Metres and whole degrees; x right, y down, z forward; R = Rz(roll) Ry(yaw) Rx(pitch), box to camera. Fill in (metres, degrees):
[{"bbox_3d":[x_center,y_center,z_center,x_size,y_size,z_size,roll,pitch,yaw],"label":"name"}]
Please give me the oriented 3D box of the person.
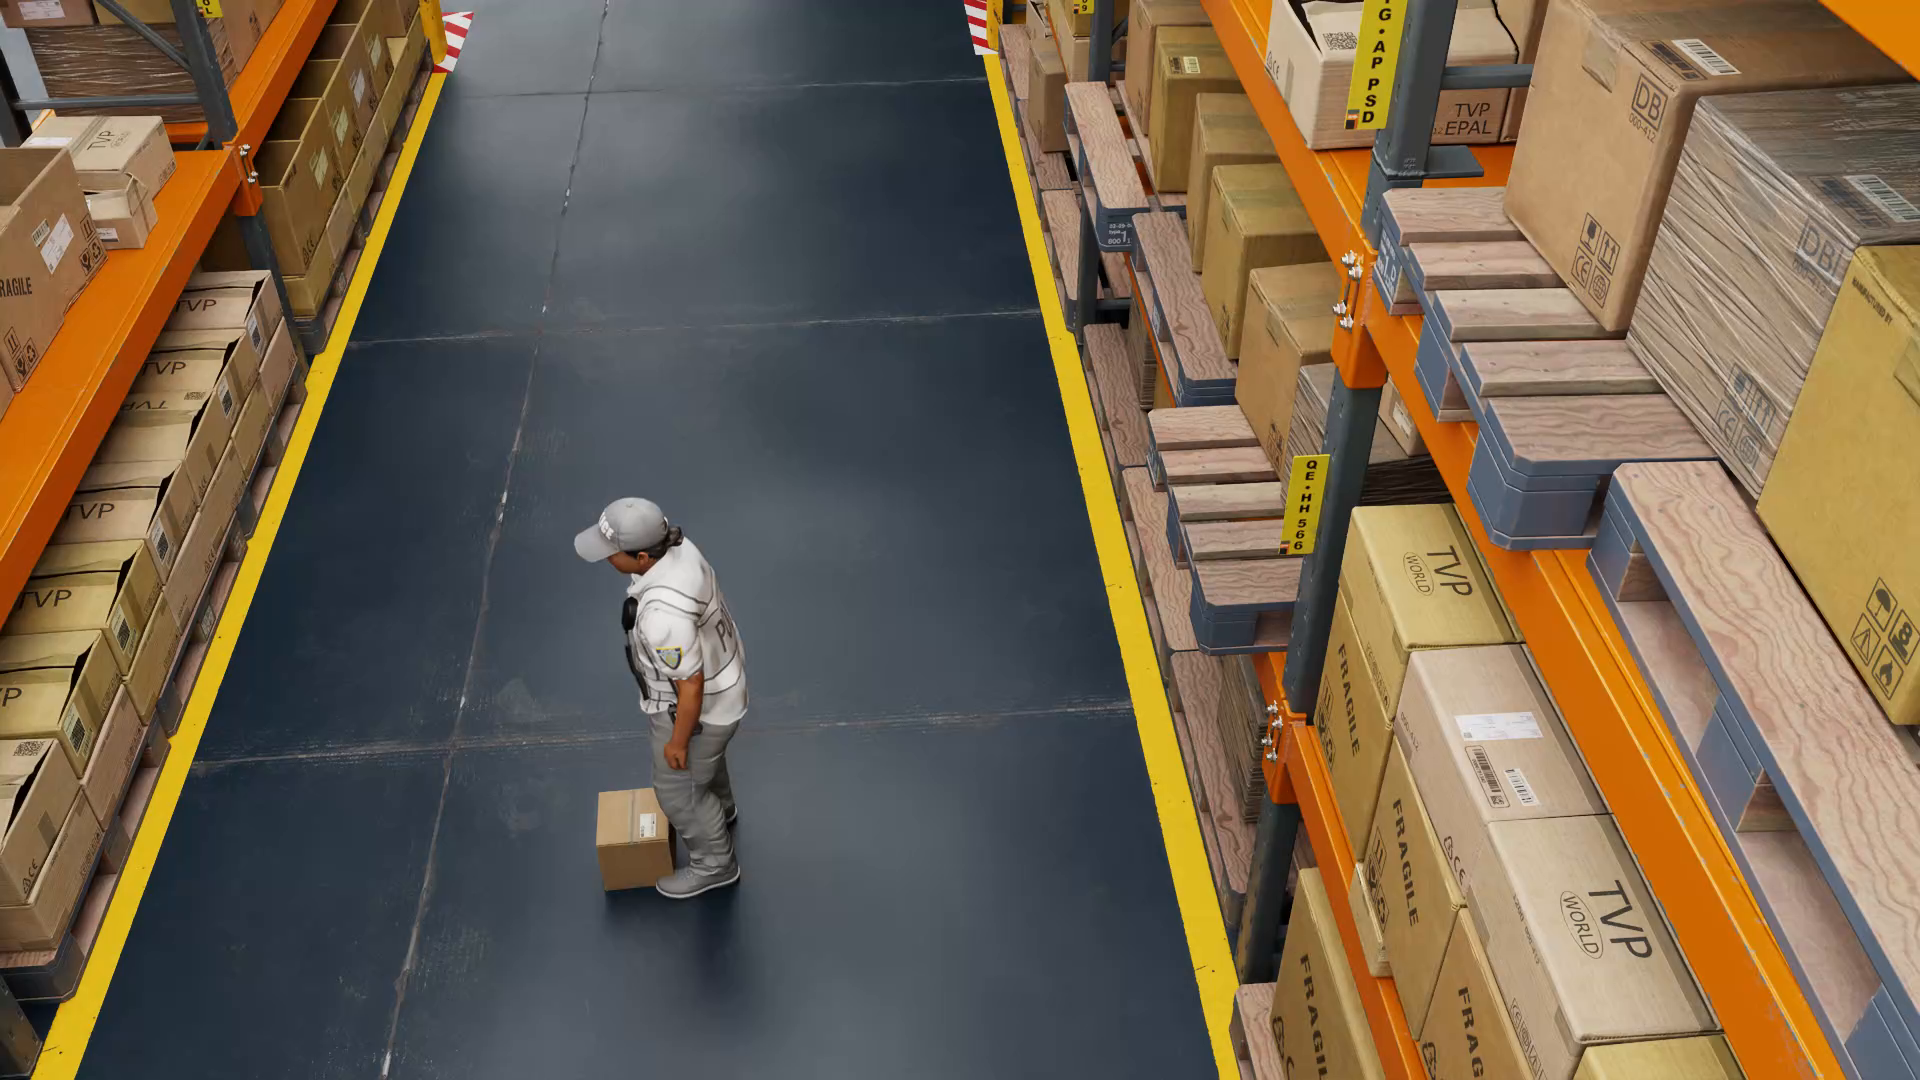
[{"bbox_3d":[-0.942,0.504,5.534,0.468,1.666,0.564,-5,40,-6],"label":"person"}]
